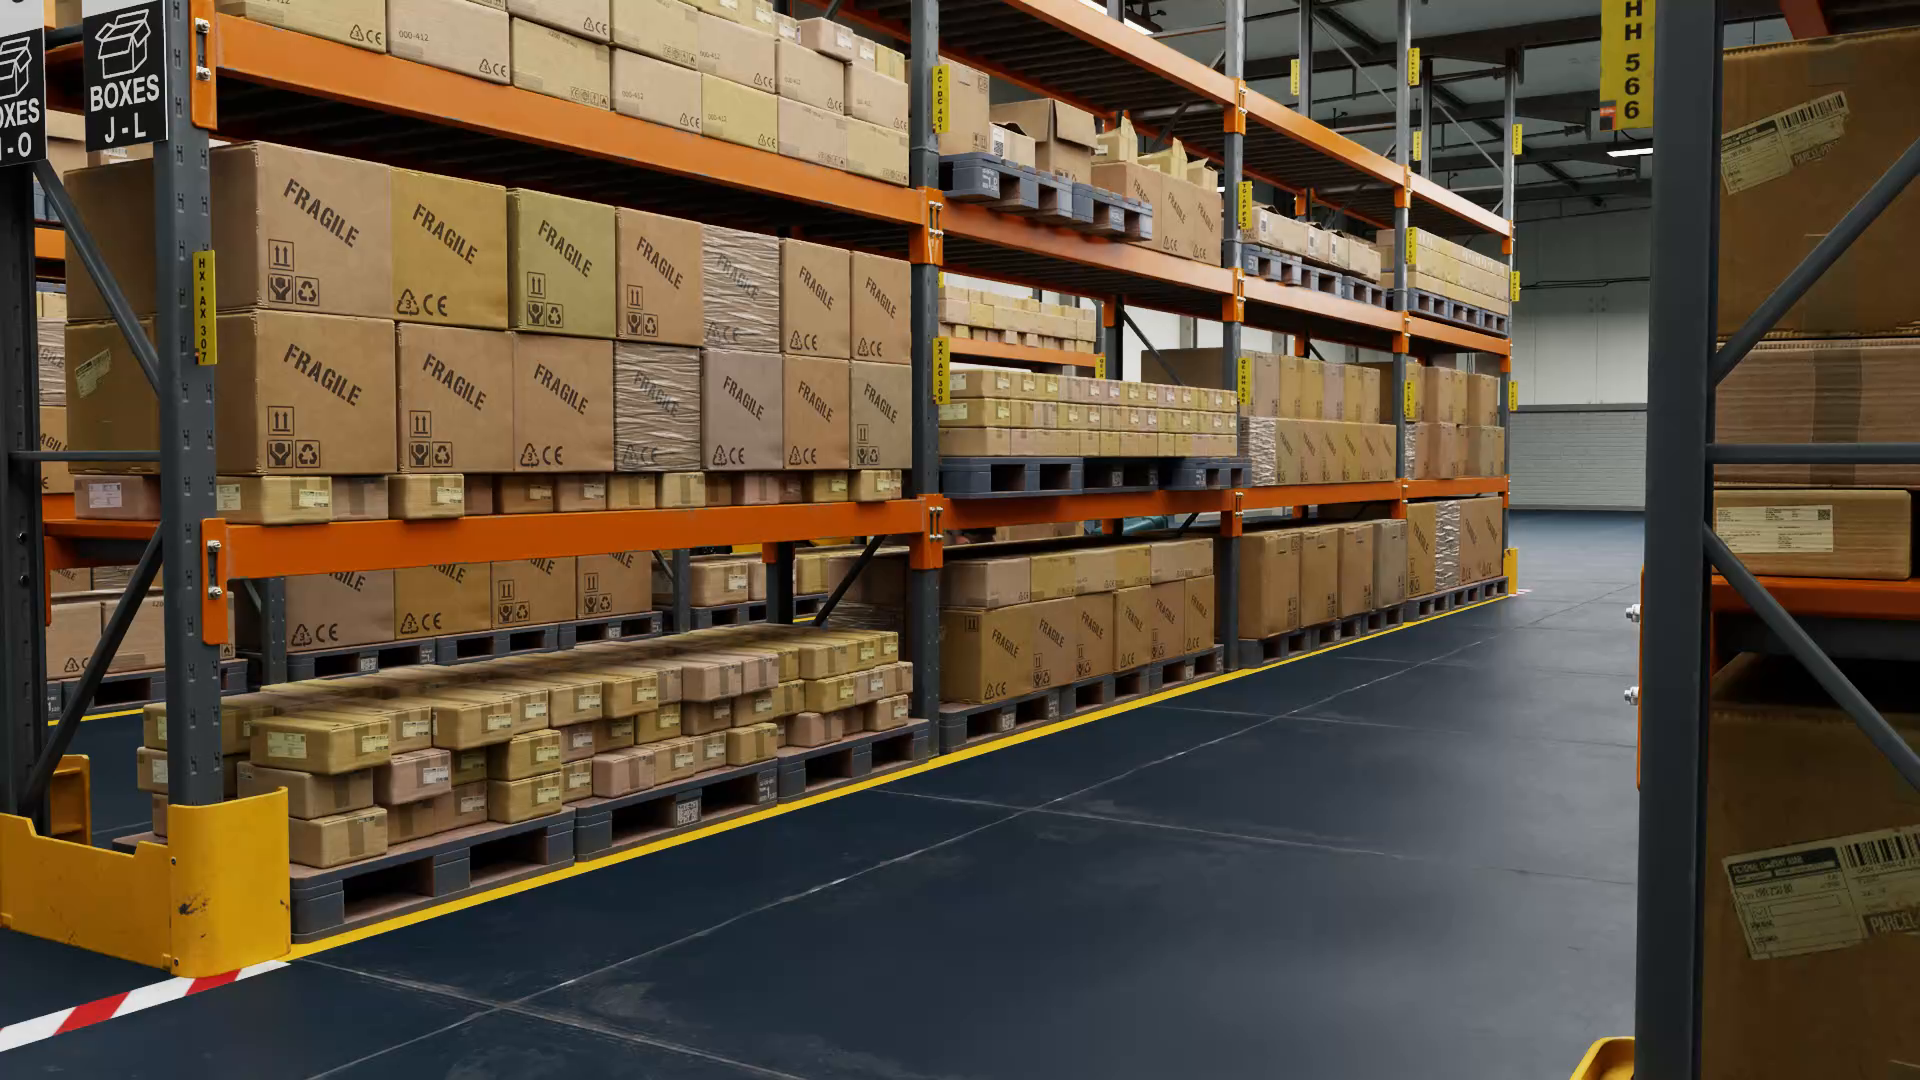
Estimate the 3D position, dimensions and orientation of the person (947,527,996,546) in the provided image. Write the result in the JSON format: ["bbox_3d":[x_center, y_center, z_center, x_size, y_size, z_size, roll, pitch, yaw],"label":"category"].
[{"bbox_3d":[0.102,0.013,13.346,0.362,1.756,0.531,2,3,32],"label":"person"}]
